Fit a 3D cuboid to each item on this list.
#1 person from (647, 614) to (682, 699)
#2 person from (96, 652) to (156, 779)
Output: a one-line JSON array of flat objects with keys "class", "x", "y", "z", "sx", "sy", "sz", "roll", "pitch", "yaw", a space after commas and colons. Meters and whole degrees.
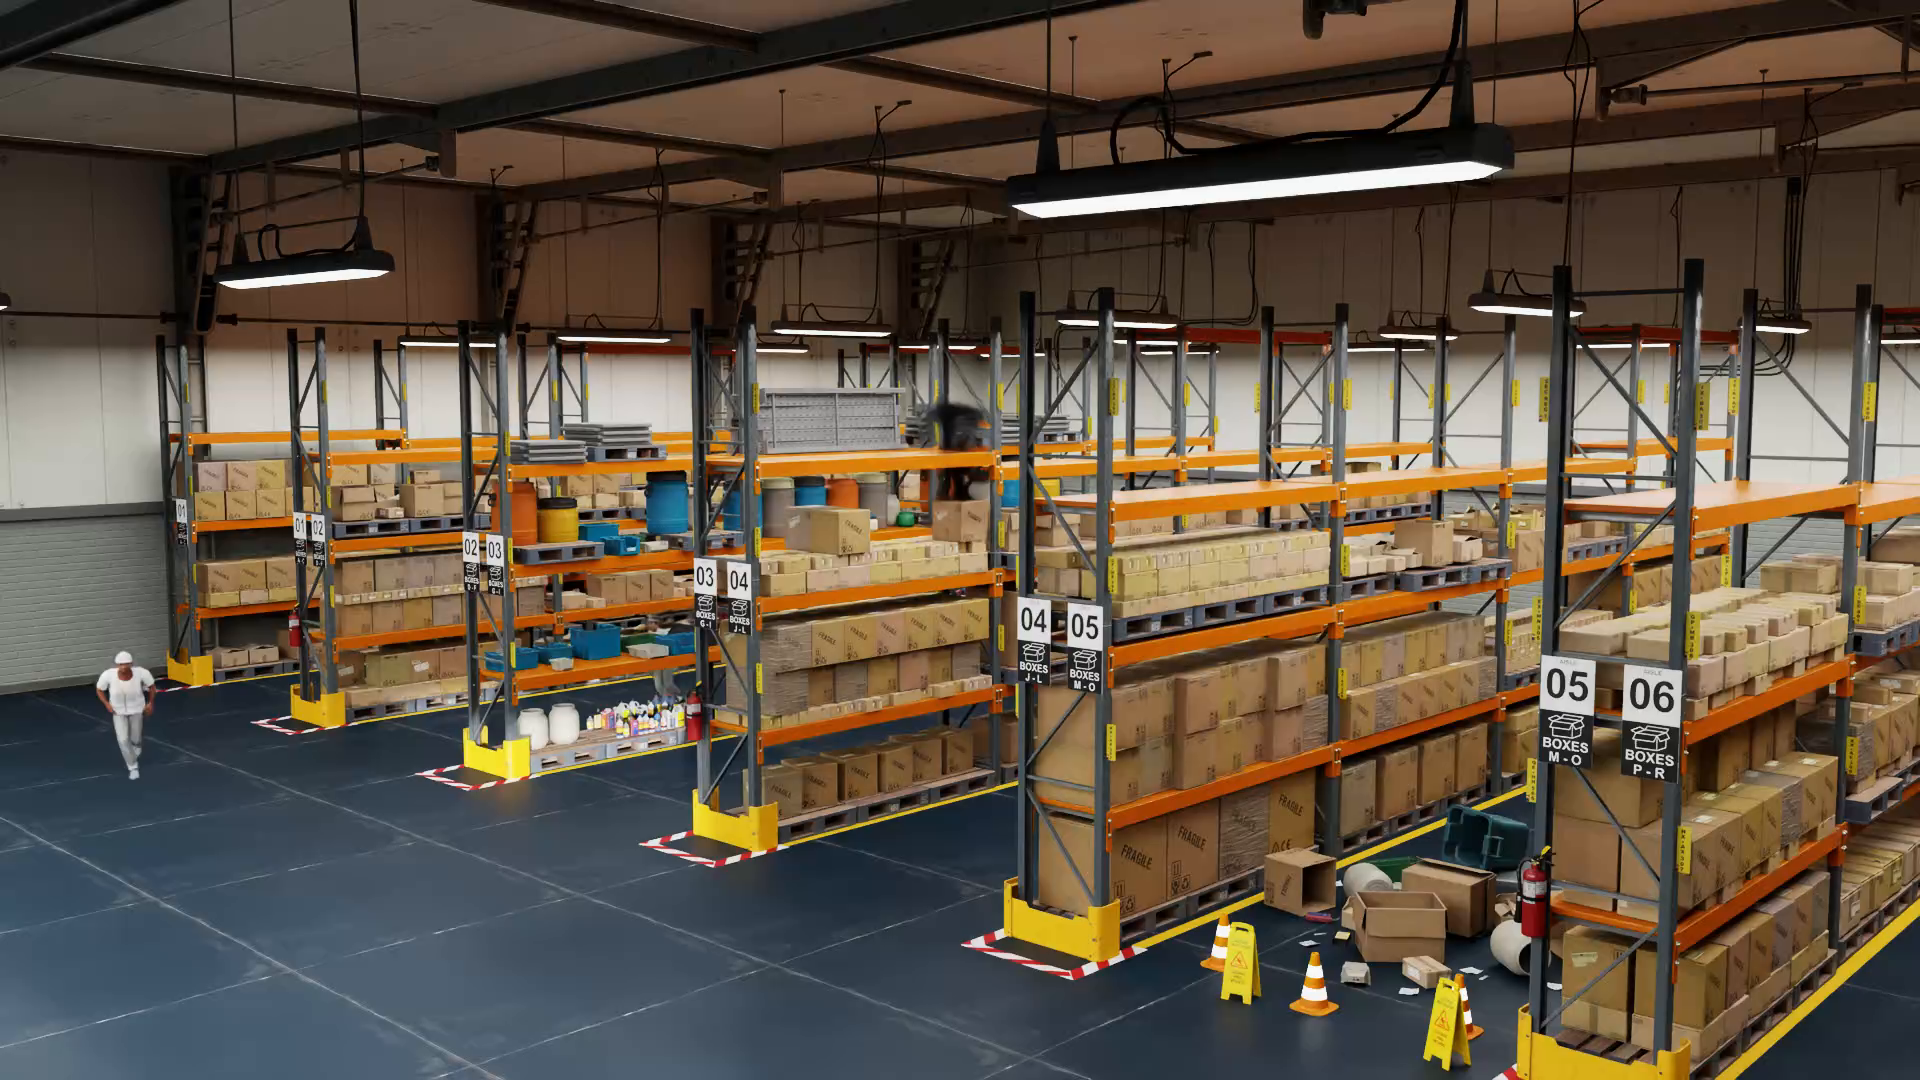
[{"class": "person", "x": -4.676, "y": 1.923, "z": 26.177, "sx": 0.596, "sy": 1.579, "sz": 0.732, "roll": 3, "pitch": 6, "yaw": 28}, {"class": "person", "x": -11.004, "y": 2.282, "z": 21.978, "sx": 0.696, "sy": 1.701, "sz": 0.896, "roll": -2, "pitch": 6, "yaw": -18}]
